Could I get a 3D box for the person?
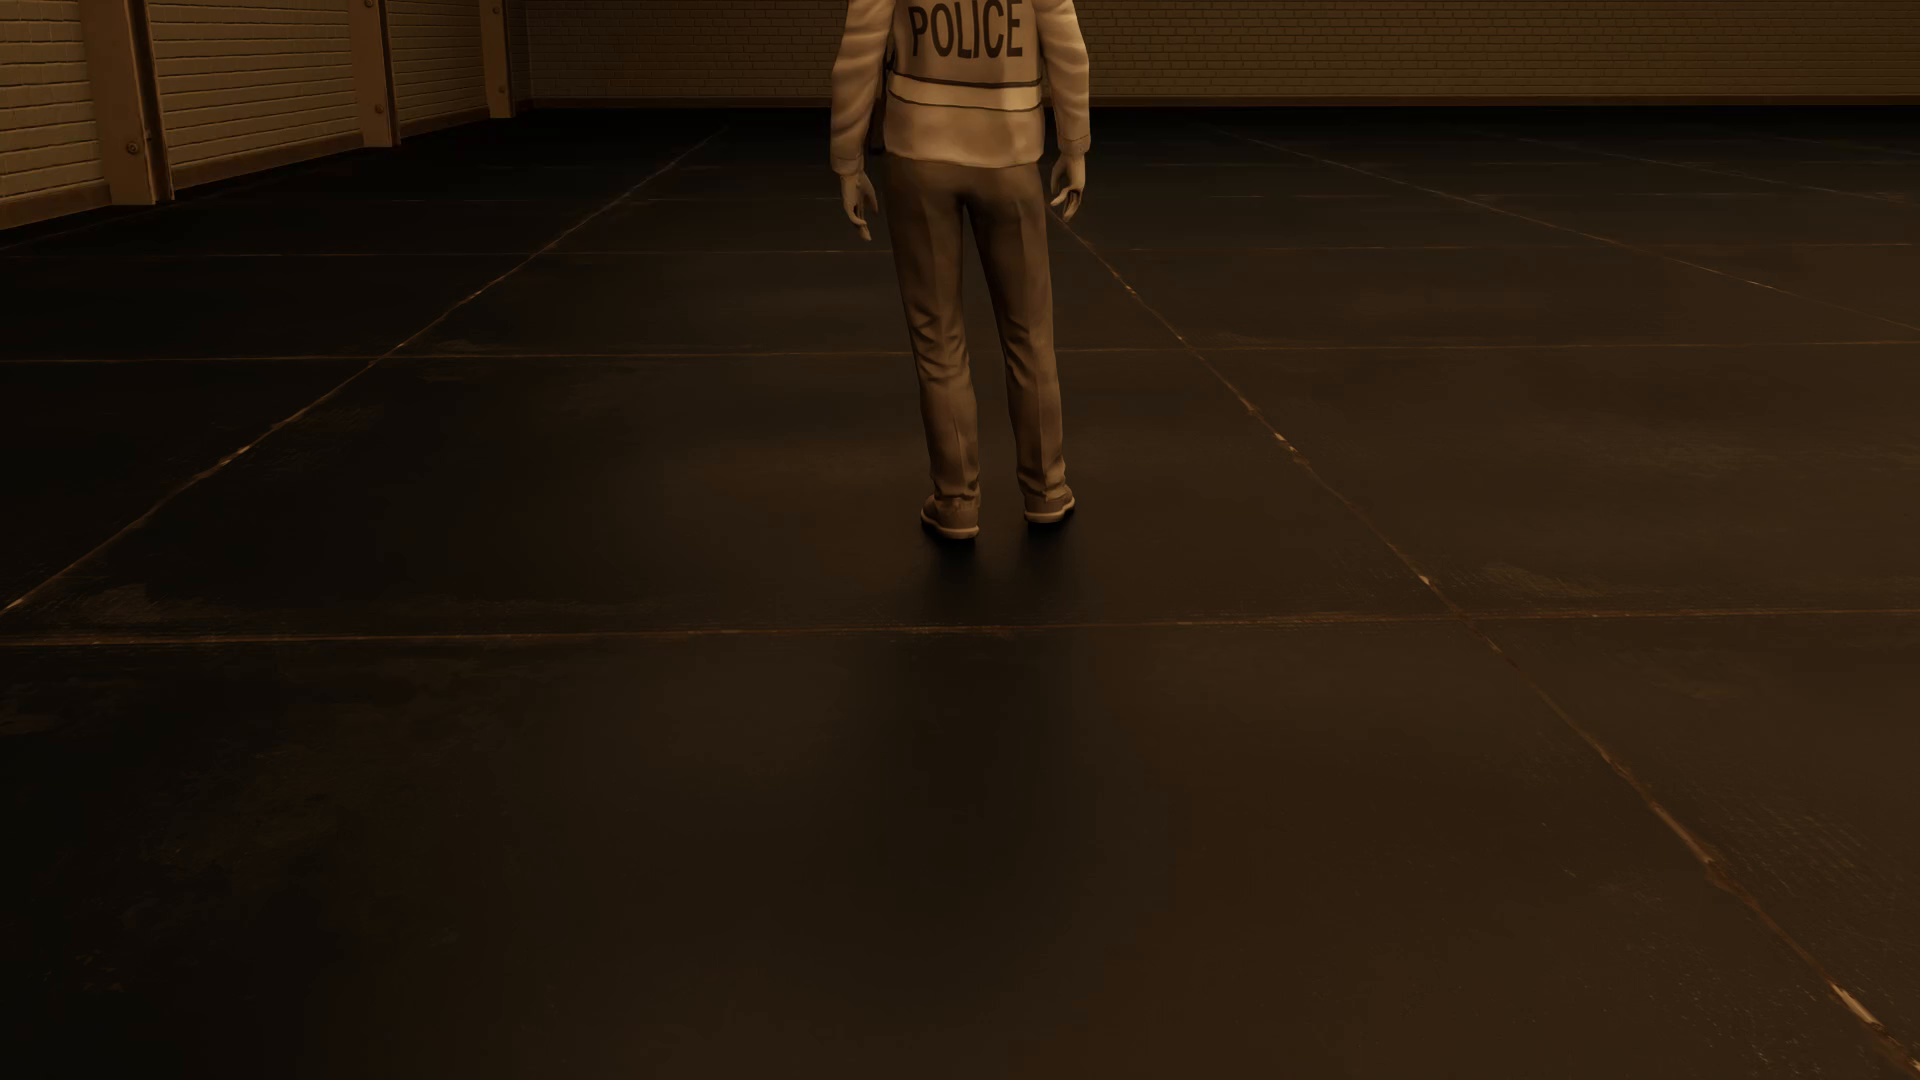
[{"bbox_3d":[0.003,-0.837,3.734,0.586,1.694,0.532,-1,17,-3],"label":"person"}]
